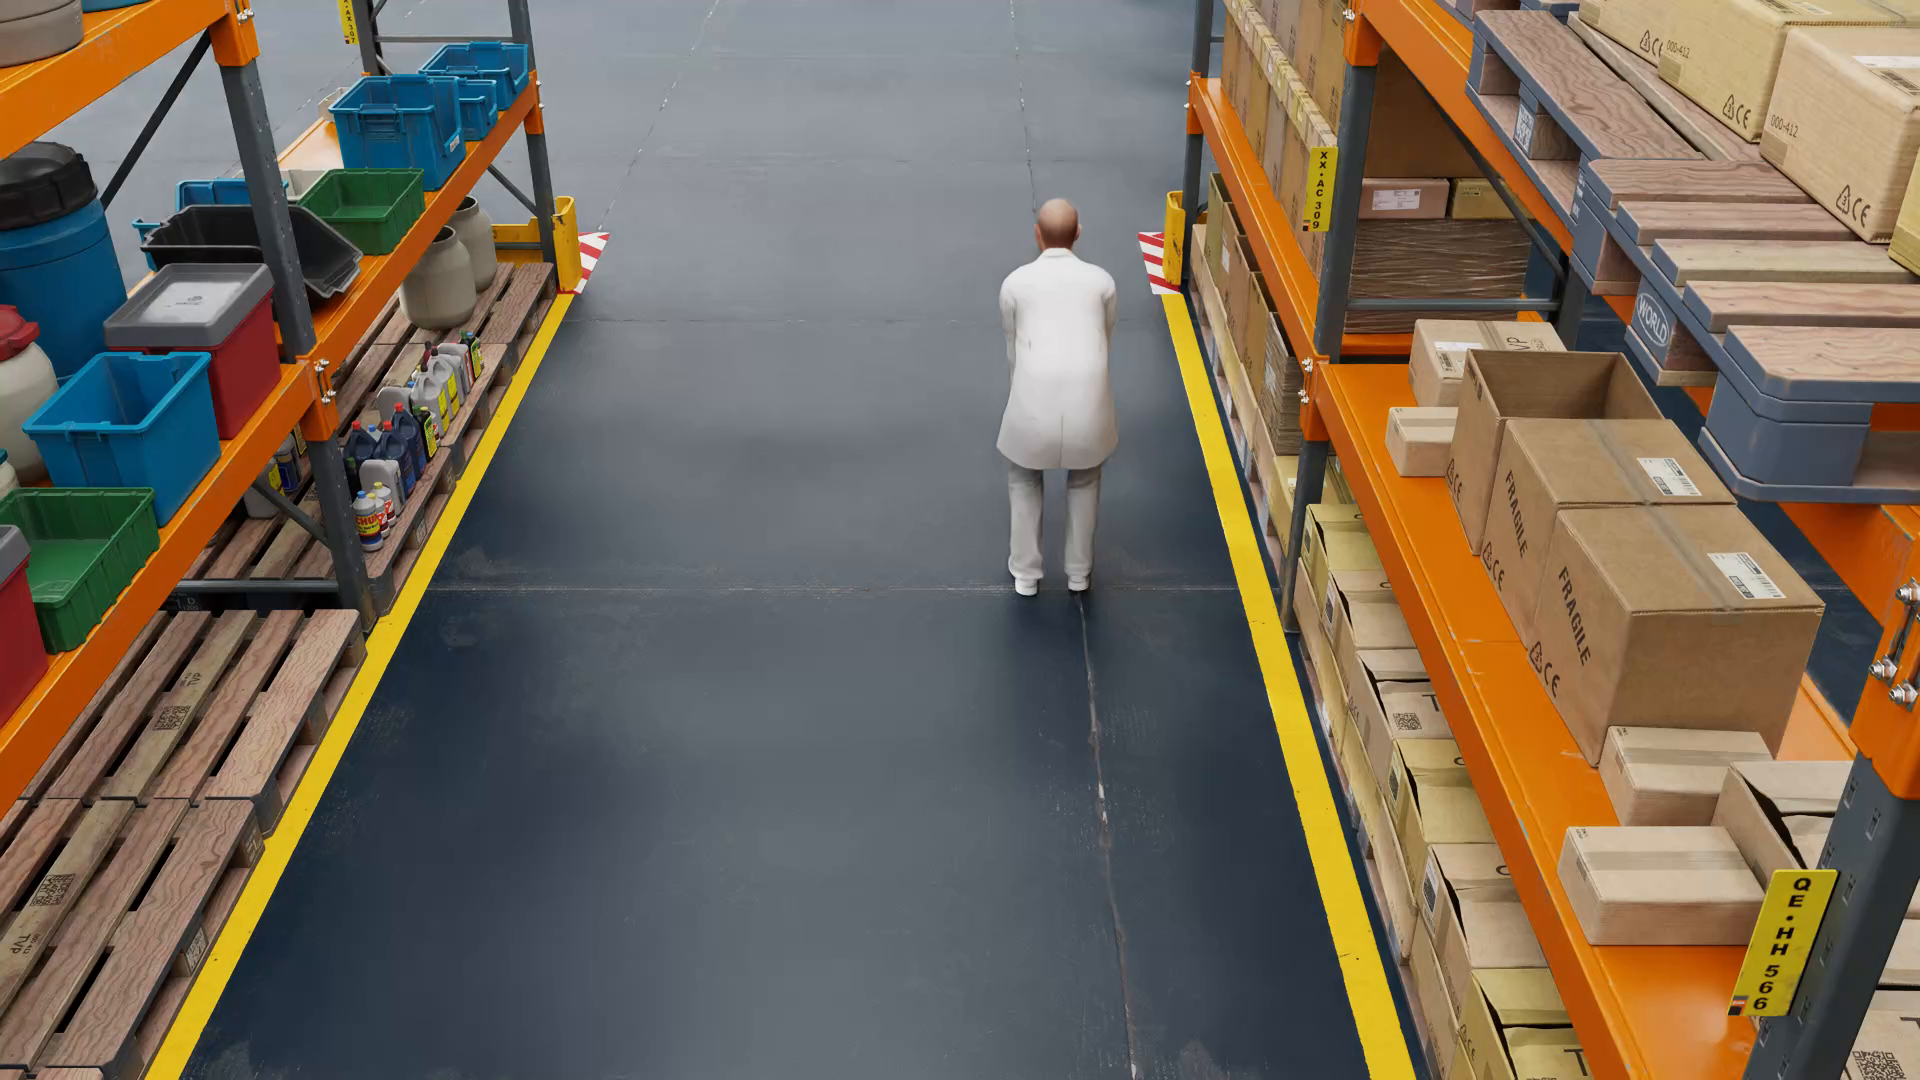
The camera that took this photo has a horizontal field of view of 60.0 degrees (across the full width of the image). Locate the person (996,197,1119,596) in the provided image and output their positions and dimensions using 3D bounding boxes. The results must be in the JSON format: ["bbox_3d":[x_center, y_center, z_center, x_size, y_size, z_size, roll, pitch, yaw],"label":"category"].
[{"bbox_3d":[0.424,-0.562,7.236,0.534,1.622,0.603,0,31,0],"label":"person"}]
